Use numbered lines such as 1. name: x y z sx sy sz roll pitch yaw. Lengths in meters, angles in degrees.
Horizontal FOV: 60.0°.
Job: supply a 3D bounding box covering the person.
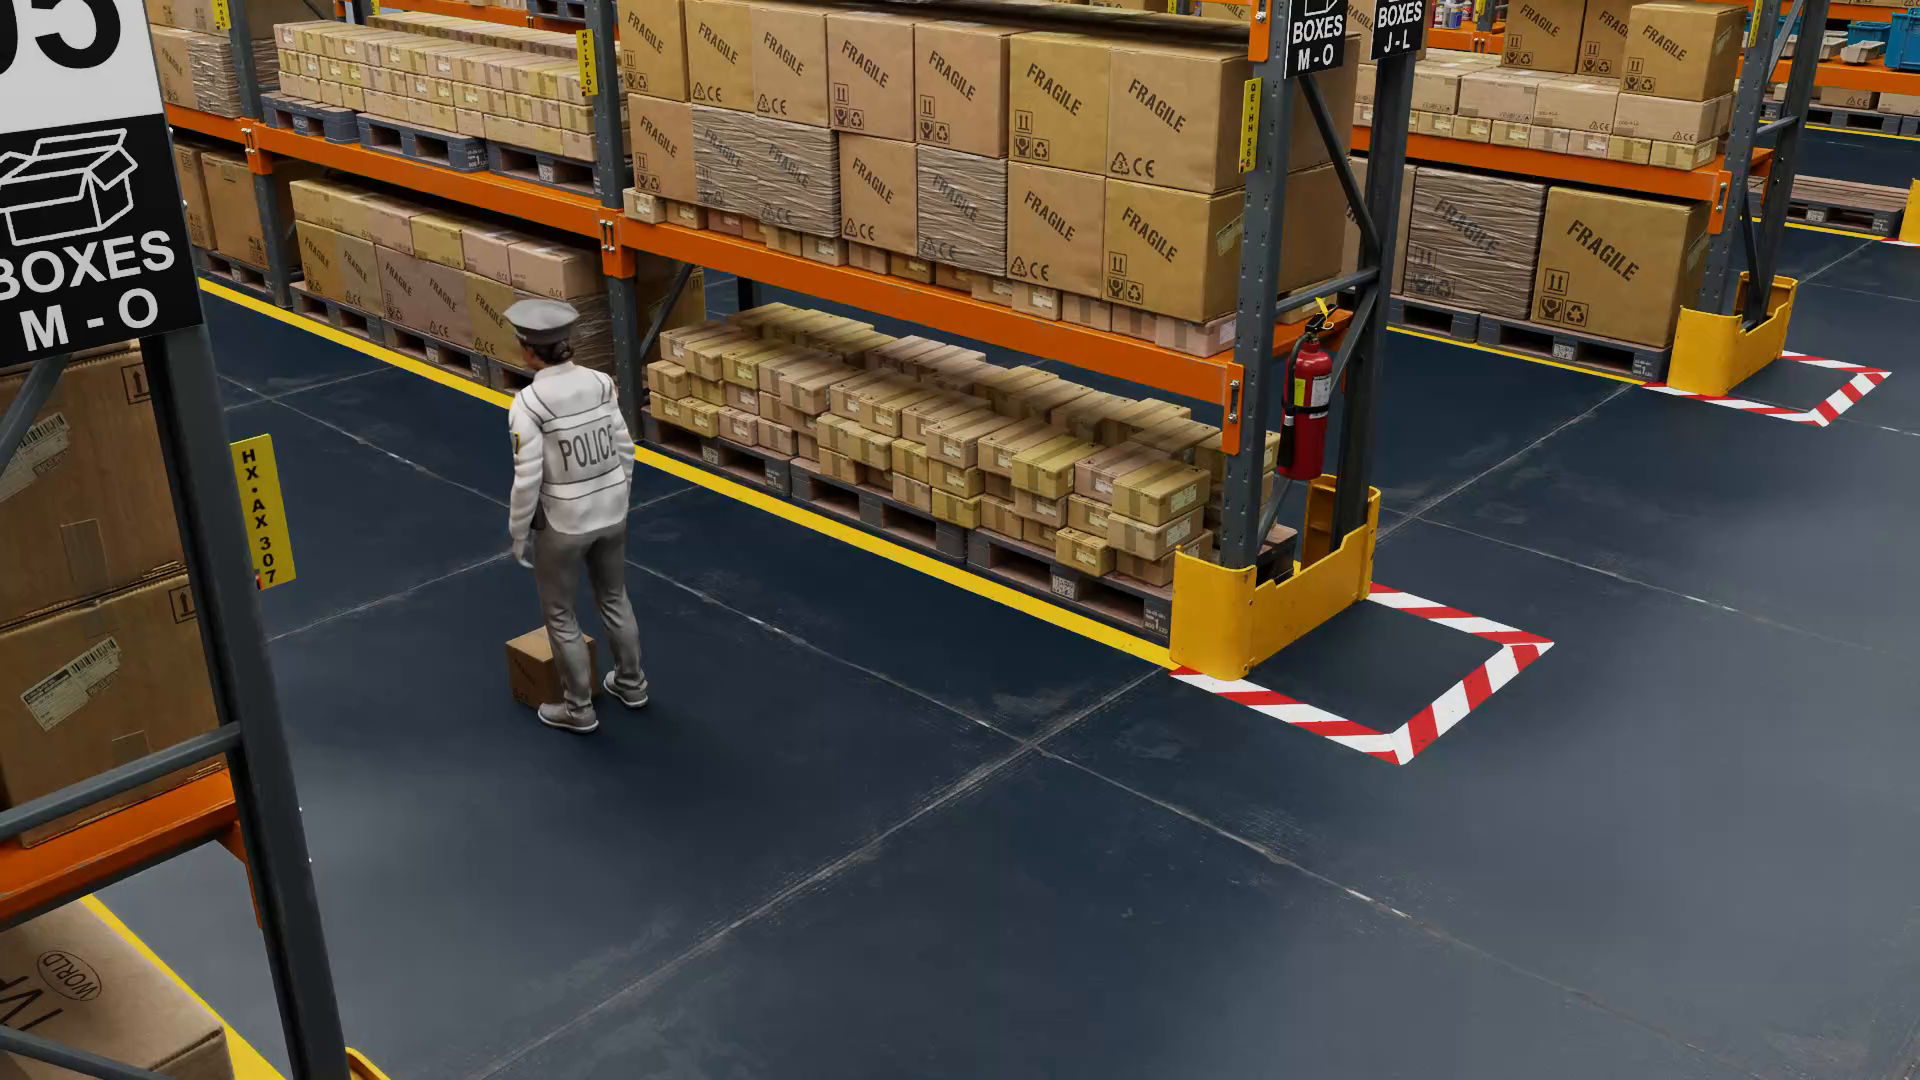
1. person: -1.446 -0.068 6.250 0.371 1.664 0.529 20 31 38
